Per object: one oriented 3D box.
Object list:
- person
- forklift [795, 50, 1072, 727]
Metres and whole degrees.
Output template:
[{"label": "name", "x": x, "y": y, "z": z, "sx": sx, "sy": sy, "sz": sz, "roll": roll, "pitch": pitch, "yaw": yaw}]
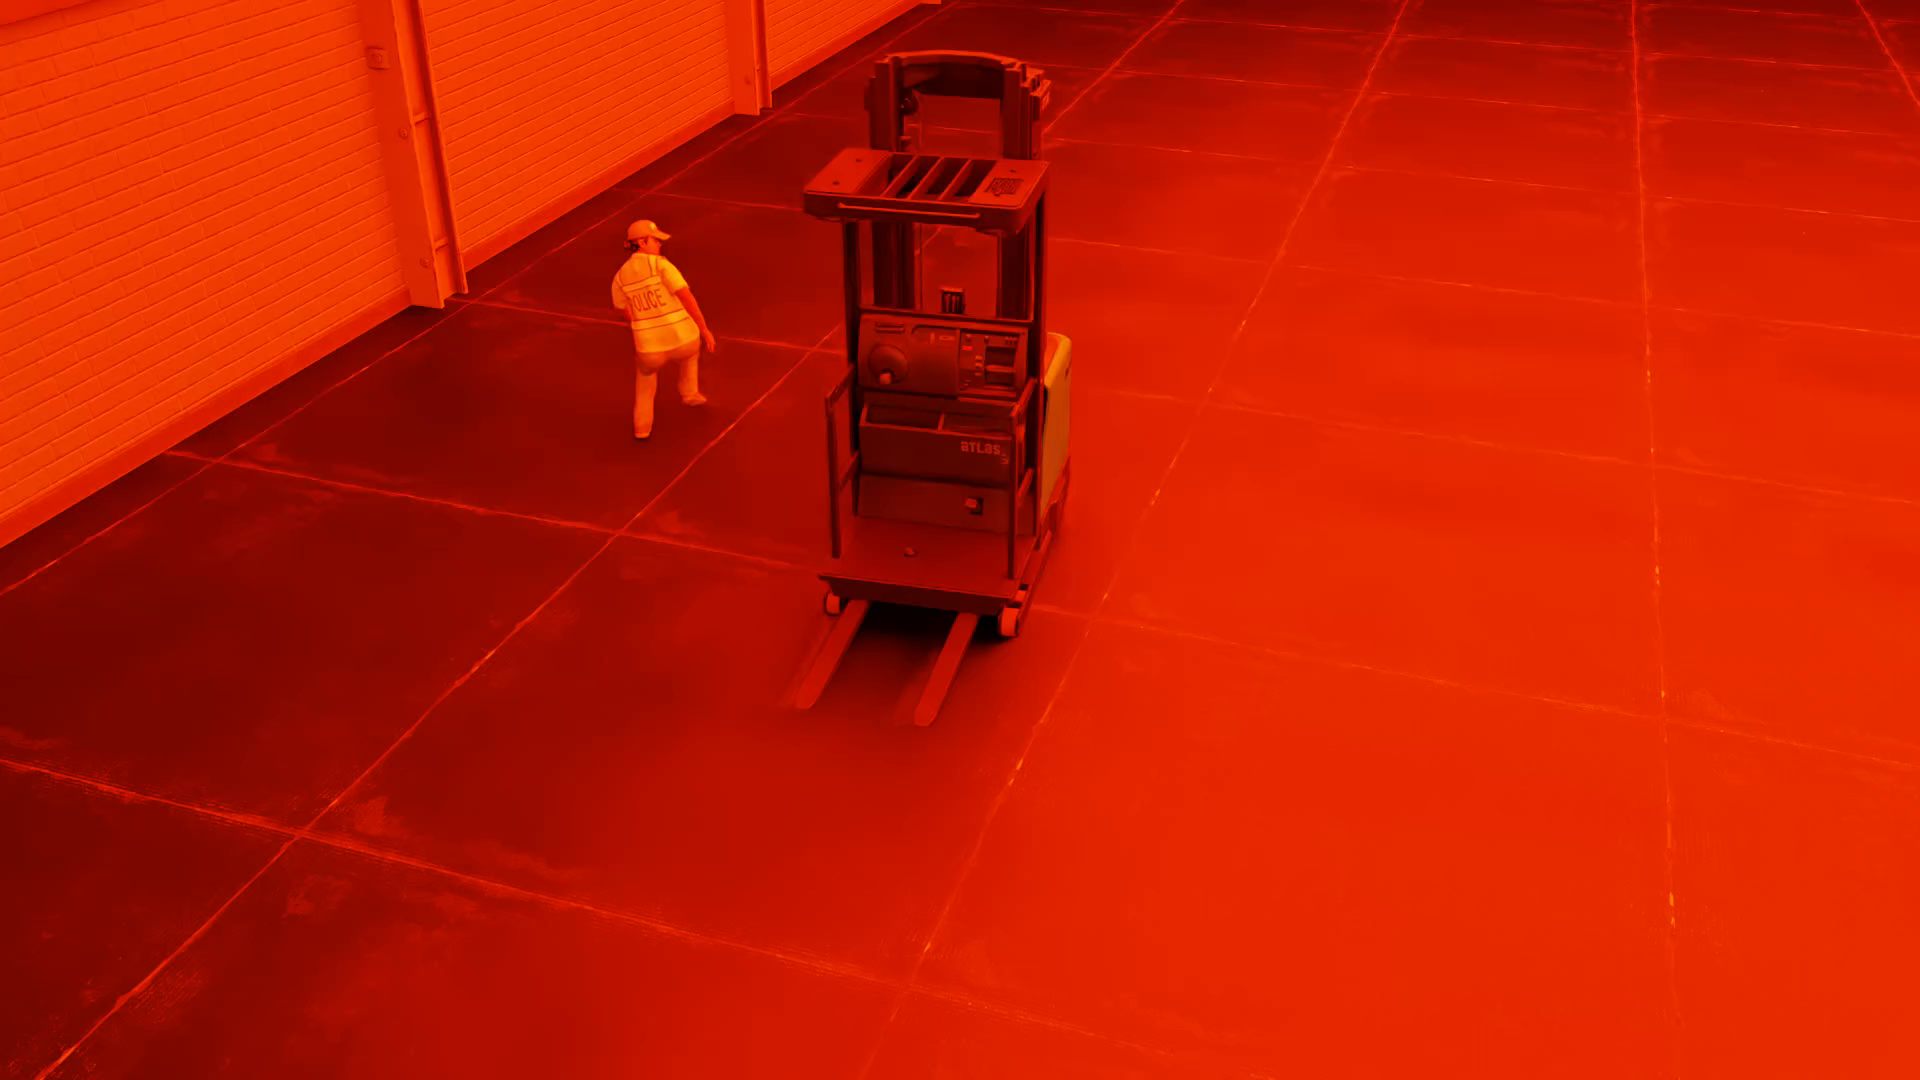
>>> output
[{"label": "person", "x": -1.963, "y": -1.422, "z": 11.155, "sx": 0.708, "sy": 1.463, "sz": 0.718, "roll": 0, "pitch": 30, "yaw": 0}, {"label": "forklift", "x": -0.141, "y": -0.943, "z": 8.791, "sx": 1.130, "sy": 2.935, "sz": 3.031, "roll": 7, "pitch": 30, "yaw": 11}]
